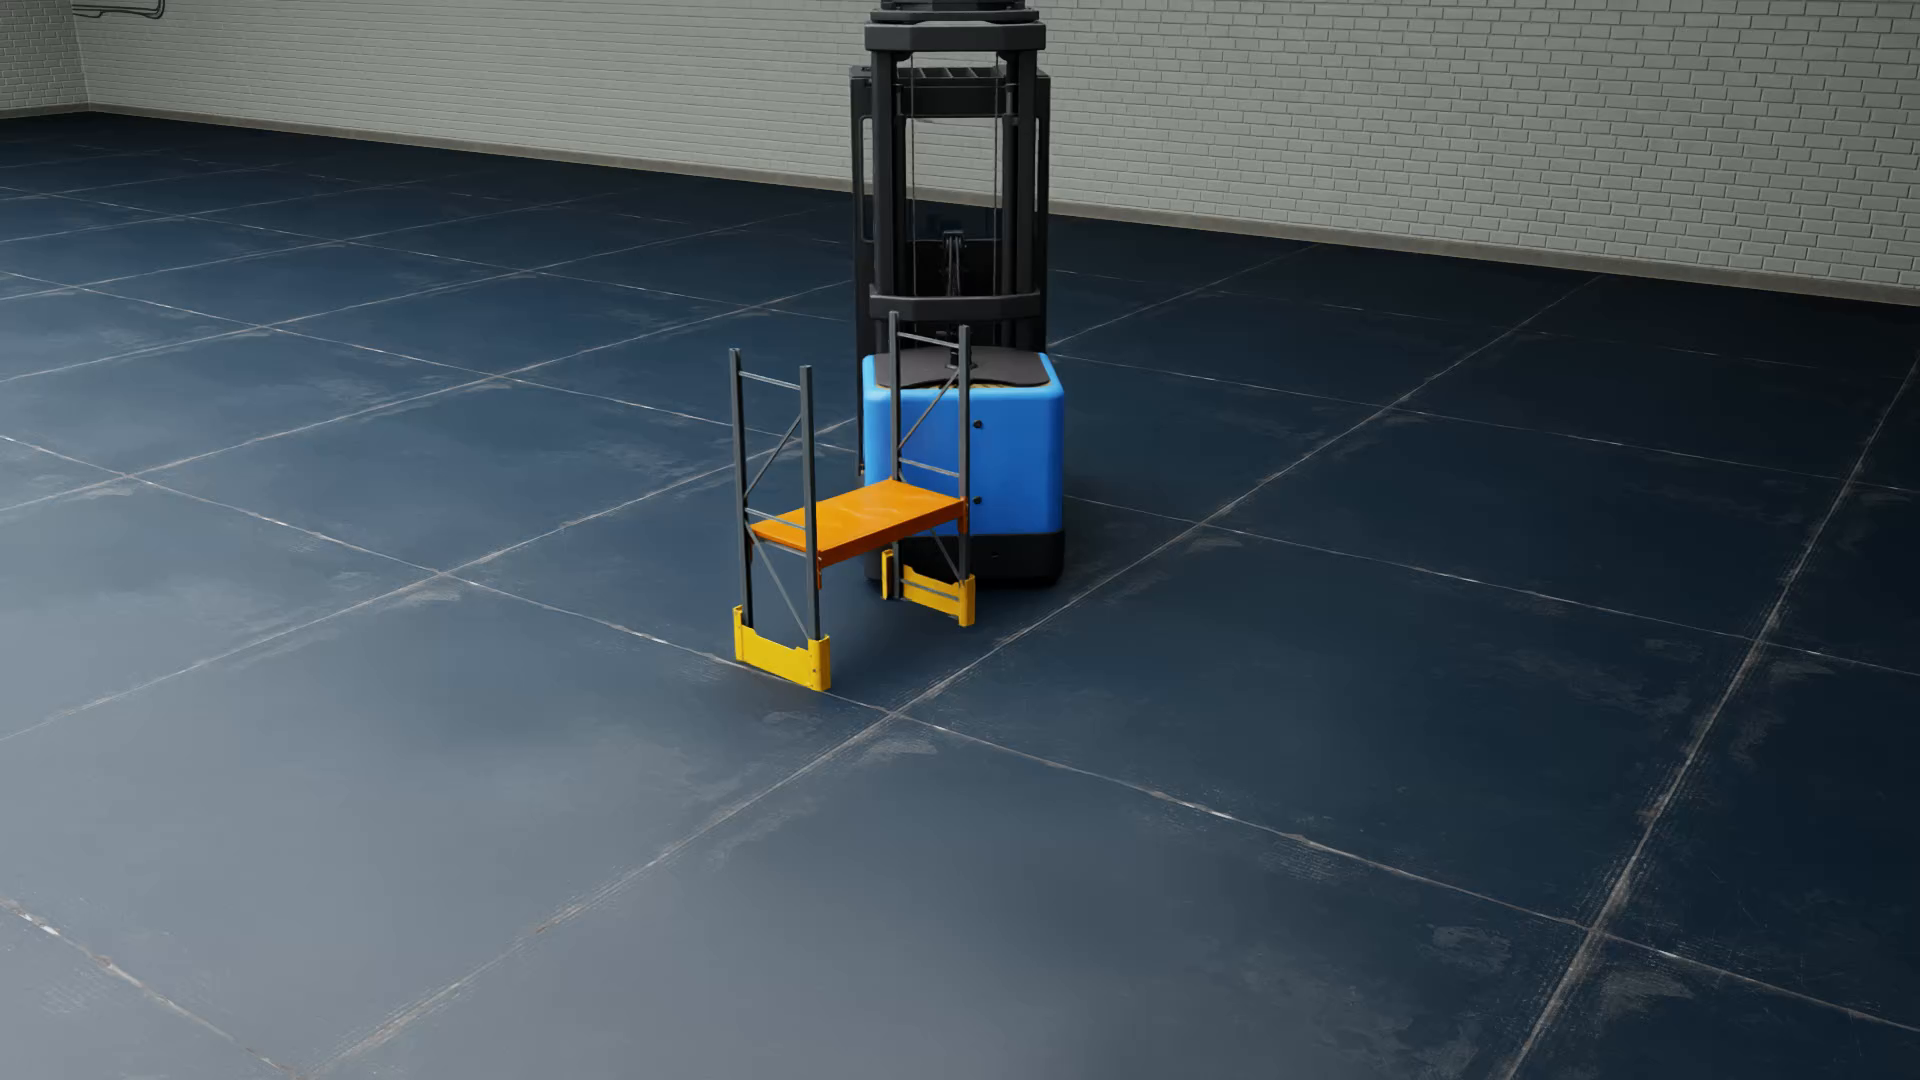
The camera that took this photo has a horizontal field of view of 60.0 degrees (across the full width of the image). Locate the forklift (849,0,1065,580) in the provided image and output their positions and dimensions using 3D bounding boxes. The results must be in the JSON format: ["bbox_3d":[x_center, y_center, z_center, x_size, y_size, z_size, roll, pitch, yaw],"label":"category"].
[{"bbox_3d":[-0.071,-1.630,9.584,1.130,2.935,3.031,-1,20,-4],"label":"forklift"}]

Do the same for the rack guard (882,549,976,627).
[{"bbox_3d":[-0.161,0.239,8.395,0.587,0.250,0.087,17,26,39],"label":"rack guard"}]

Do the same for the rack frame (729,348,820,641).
[{"bbox_3d":[-0.827,-0.089,7.482,0.500,1.500,0.032,17,26,39],"label":"rack frame"}]

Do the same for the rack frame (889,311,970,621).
[{"bbox_3d":[-0.148,-0.352,8.192,0.500,1.500,0.032,17,26,39],"label":"rack frame"}]

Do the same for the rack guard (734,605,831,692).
[{"bbox_3d":[-0.826,0.497,7.699,0.587,0.250,0.087,17,26,39],"label":"rack guard"}]

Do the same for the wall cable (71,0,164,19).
[{"bbox_3d":[-15.077,-10.496,29.281,3.097,2.526,0.112,13,24,32],"label":"wall cable"}]

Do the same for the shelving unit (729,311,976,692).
[{"bbox_3d":[-0.494,-0.218,7.830,0.587,1.500,1.083,17,26,39],"label":"shelving unit"}]

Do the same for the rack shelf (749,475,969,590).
[{"bbox_3d":[-0.488,-0.052,7.899,0.538,0.185,1.000,17,26,39],"label":"rack shelf"}]
